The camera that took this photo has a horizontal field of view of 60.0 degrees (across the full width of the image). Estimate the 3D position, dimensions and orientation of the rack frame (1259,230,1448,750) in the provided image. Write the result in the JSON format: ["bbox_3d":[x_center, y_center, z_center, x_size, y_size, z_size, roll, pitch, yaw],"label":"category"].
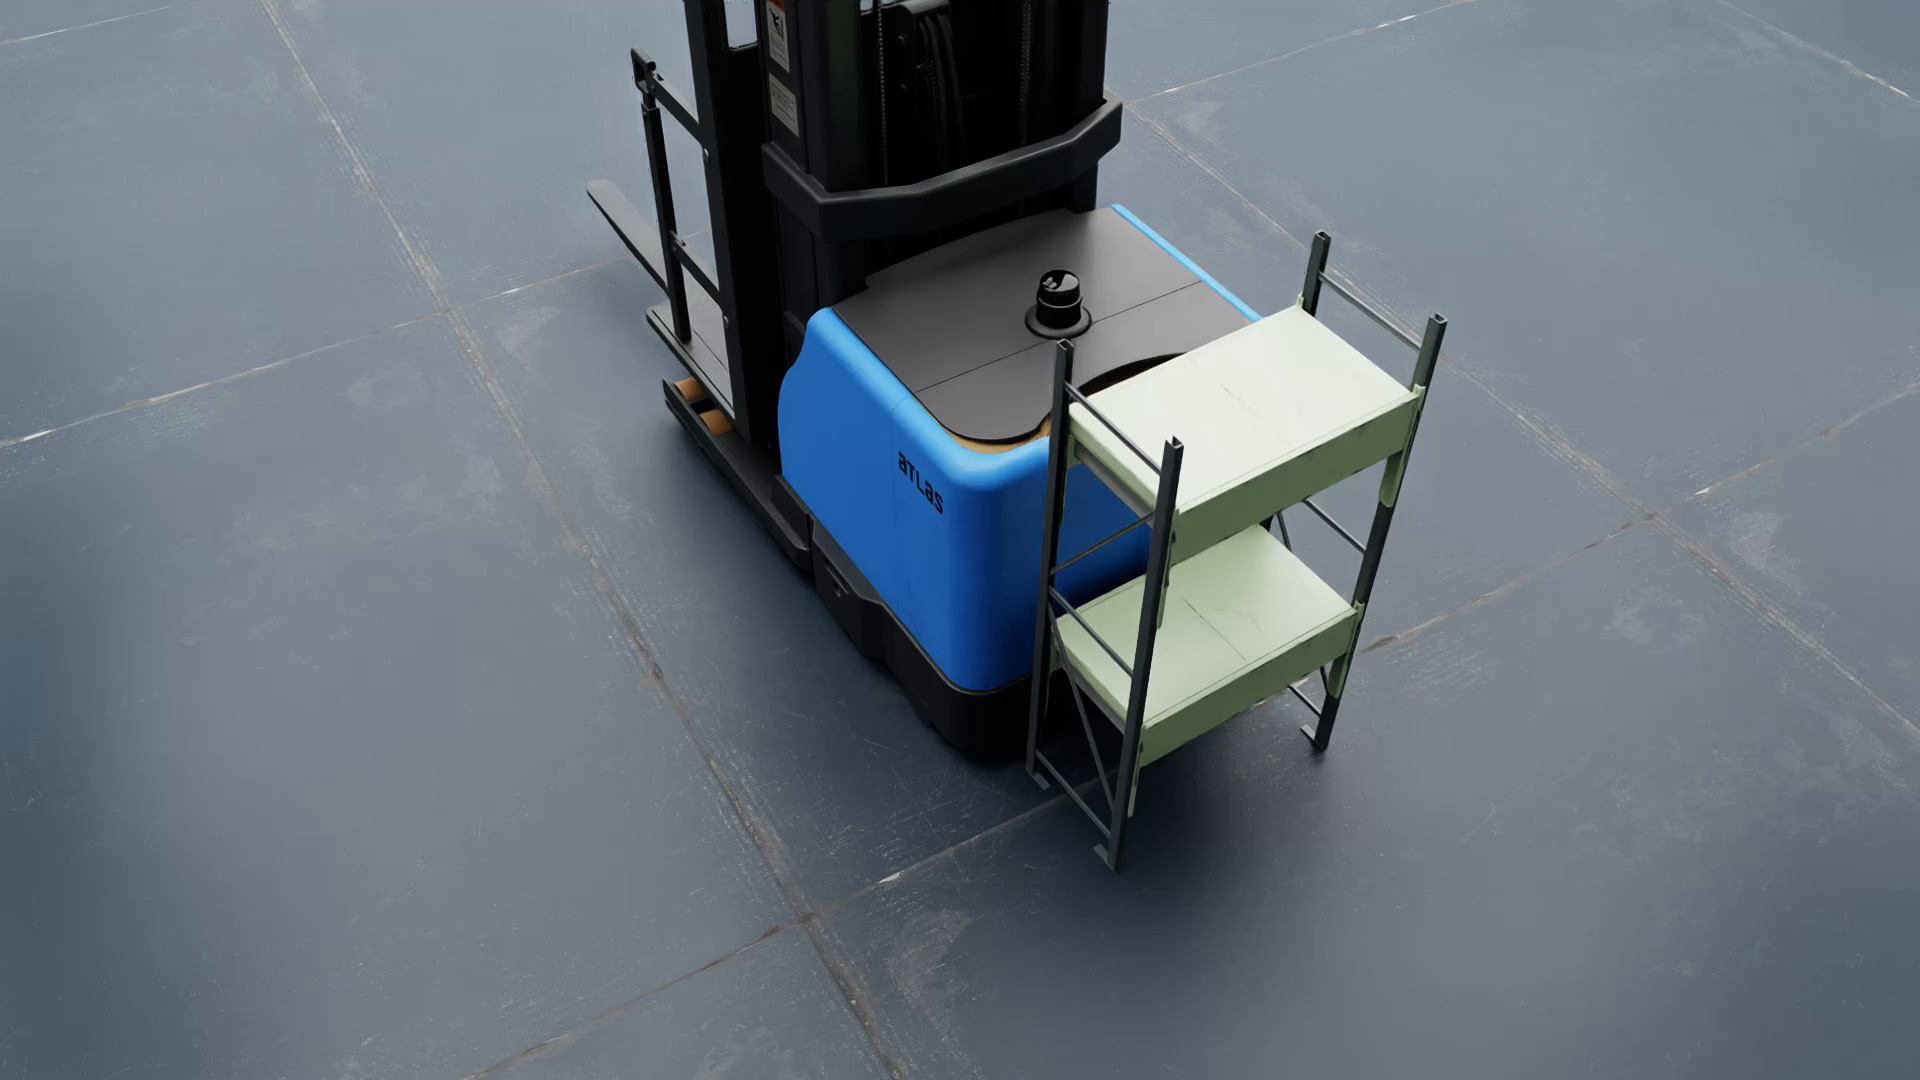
[{"bbox_3d":[0.920,-0.063,4.228,0.023,1.500,0.400,-25,51,-24],"label":"rack frame"}]

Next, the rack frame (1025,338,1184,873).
[{"bbox_3d":[0.312,0.222,3.935,0.023,1.500,0.400,-25,51,-24],"label":"rack frame"}]

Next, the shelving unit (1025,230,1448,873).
[{"bbox_3d":[0.616,0.079,4.082,0.755,1.500,0.431,-25,51,-24],"label":"shelving unit"}]

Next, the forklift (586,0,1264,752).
[{"bbox_3d":[-0.340,-1.479,4.670,1.130,2.935,3.031,-23,49,-22],"label":"forklift"}]

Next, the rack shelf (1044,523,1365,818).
[{"bbox_3d":[0.611,0.308,4.314,0.720,0.370,0.431,-25,51,-24],"label":"rack shelf"}]

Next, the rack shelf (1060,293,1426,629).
[{"bbox_3d":[0.622,-0.194,3.803,0.720,0.370,0.431,-25,51,-24],"label":"rack shelf"}]
